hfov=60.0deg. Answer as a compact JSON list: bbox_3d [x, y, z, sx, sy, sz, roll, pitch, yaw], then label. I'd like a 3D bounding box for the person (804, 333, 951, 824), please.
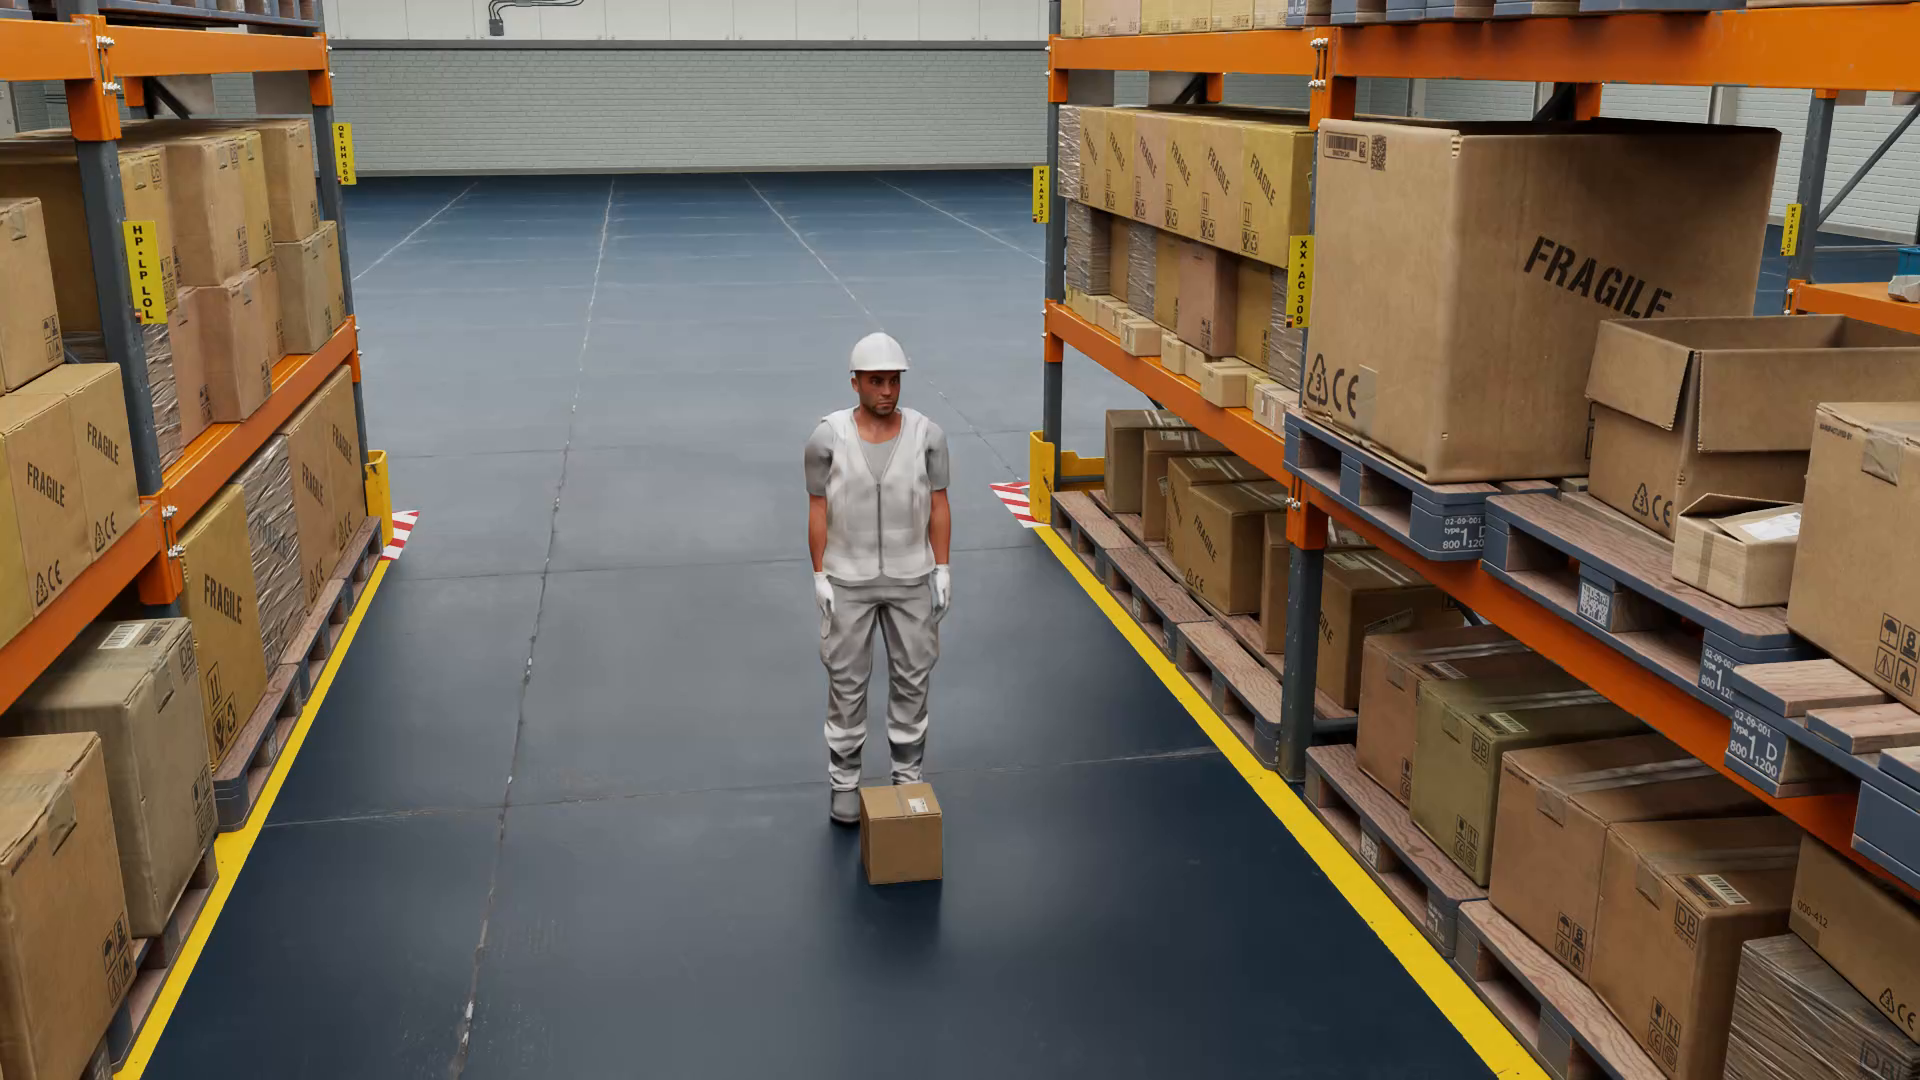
[{"bbox_3d":[-0.286,0.144,5.999,0.524,1.785,0.340,-3,16,-9],"label":"person"}]
